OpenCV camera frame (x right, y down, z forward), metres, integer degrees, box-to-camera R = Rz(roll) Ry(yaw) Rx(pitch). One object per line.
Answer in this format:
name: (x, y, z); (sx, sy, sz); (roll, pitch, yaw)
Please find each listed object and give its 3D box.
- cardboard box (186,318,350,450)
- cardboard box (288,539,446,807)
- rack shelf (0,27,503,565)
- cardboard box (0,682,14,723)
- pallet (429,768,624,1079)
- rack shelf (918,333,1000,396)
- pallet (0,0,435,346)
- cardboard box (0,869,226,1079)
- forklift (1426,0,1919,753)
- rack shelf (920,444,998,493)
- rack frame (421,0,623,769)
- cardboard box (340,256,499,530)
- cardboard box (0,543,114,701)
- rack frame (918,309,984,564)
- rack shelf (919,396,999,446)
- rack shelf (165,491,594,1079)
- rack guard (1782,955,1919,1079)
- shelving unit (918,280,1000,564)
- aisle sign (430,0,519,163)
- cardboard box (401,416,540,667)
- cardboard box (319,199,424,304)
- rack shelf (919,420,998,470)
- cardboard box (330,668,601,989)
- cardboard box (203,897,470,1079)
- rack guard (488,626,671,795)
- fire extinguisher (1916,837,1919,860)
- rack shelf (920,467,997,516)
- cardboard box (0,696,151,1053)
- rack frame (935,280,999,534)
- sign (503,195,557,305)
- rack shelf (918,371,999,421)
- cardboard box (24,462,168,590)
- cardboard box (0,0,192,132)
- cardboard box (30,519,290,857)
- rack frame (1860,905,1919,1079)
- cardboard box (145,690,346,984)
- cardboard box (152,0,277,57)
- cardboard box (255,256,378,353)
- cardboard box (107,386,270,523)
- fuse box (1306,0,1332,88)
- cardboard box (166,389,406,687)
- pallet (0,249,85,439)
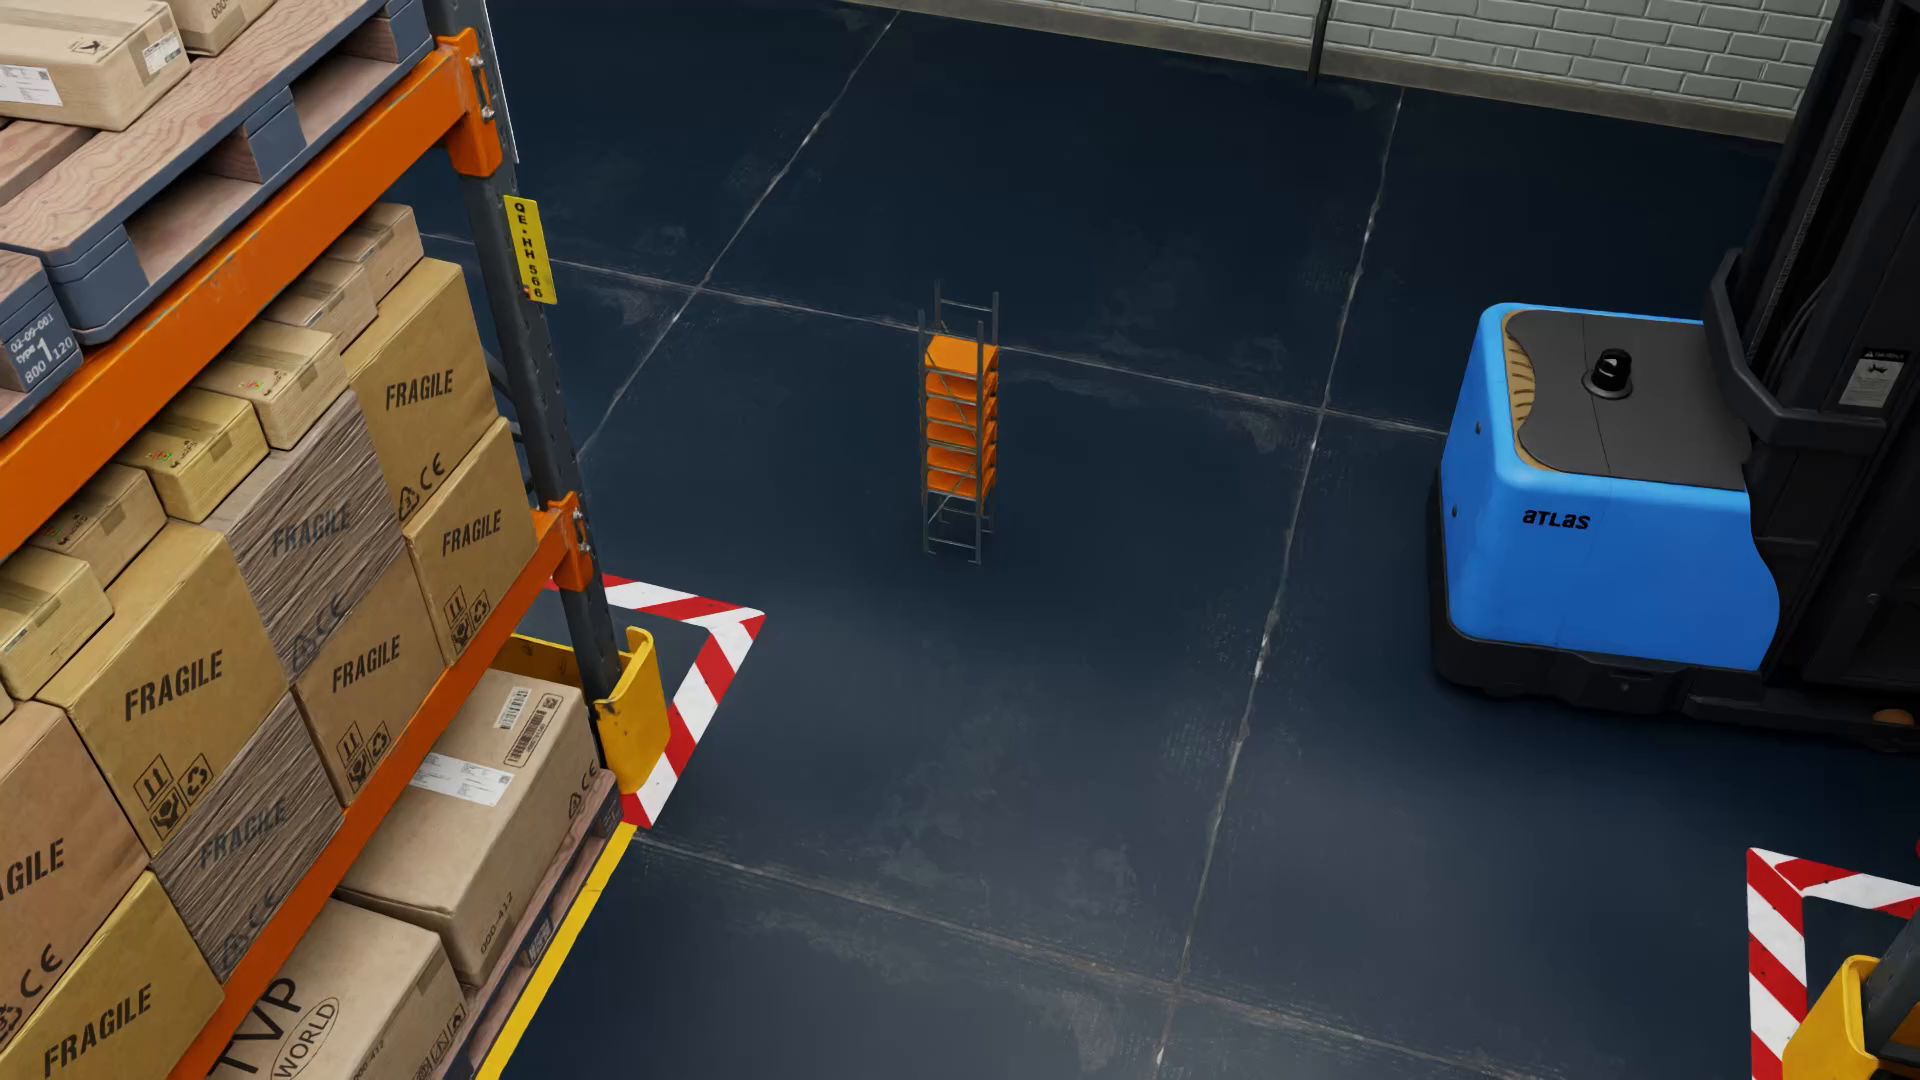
cardboard box: (-1.617, -0.367, 3.730); (0.380, 0.149, 0.250); (12, 46, 12)
cardboard box: (-1.708, 0.285, 4.242); (0.500, 0.500, 0.500); (12, 46, 12)
rack shelf: (-2.253, 0.130, 2.842); (1.077, 0.370, 4.000); (13, 46, 13)
cardboard box: (-1.997, 0.302, 3.047); (0.380, 0.149, 0.250); (14, 46, 14)
pallet: (-1.815, 1.158, 5.415); (1.003, 0.211, 1.213); (13, 46, 13)
rack shelf: (-0.004, -0.645, 6.100); (0.258, 0.103, 0.180); (13, 46, 13)
pallet: (-1.862, -0.932, 3.476); (1.003, 0.211, 1.213); (13, 46, 13)
cardboard box: (-1.998, 0.977, 3.535); (0.500, 0.500, 0.500); (14, 46, 14)
forklift: (3.326, -0.666, 5.334); (3.031, 2.935, 1.130); (7, 45, 7)
rack shelf: (-0.004, -0.302, 6.436); (0.258, 0.103, 0.180); (13, 46, 13)
rack frame: (-1.648, -0.388, 5.002); (1.000, 3.000, 0.127); (13, 46, 13)
cardboard box: (-1.567, -0.409, 4.237); (0.500, 0.500, 0.500); (14, 46, 14)
cardboard box: (-1.900, 0.131, 3.221); (0.380, 0.149, 0.250); (14, 46, 13)
rack frame: (-0.032, -0.358, 6.258); (0.240, 1.200, 0.006); (13, 46, 13)
rack shelf: (-0.004, -0.473, 6.268); (0.258, 0.103, 0.180); (13, 46, 13)
rack shelf: (-2.253, 1.202, 3.891); (1.077, 0.370, 4.000); (13, 46, 13)
rack guard: (3.061, 1.605, 4.752); (1.175, 0.500, 0.348); (13, 46, 13)
shelving unit: (-0.004, -0.419, 6.321); (0.258, 1.200, 0.189); (13, 46, 13)
aisle sign: (-1.330, -1.299, 4.074); (0.394, 0.787, 0.004); (13, 46, 13)
cardboard box: (-1.542, -0.046, 4.581); (0.500, 0.500, 0.500); (13, 46, 13)
cardboard box: (-1.566, -0.731, 4.102); (0.380, 0.149, 0.250); (13, 46, 13)
rack shelf: (-0.004, -0.387, 6.352); (0.258, 0.103, 0.180); (13, 46, 13)
cardboard box: (-1.752, 0.839, 5.280); (0.875, 0.438, 0.875); (11, 45, 11)
cardboard box: (-2.021, 1.451, 4.655); (0.875, 0.438, 0.875); (14, 46, 14)
rack guard: (-1.640, 0.489, 5.892); (1.175, 0.500, 0.348); (13, 46, 13)
fire extinguisher: (2.688, 0.626, 4.288); (0.296, 0.674, 0.183); (13, 46, 13)
rack shelf: (-0.004, -0.216, 6.519); (0.258, 0.103, 0.180); (13, 46, 13)
cardboard box: (-2.004, 0.609, 3.196); (0.500, 0.500, 0.500); (12, 46, 12)
rack frame: (0.023, -0.480, 6.383); (0.240, 1.200, 0.006); (13, 46, 13)
sign: (-1.135, -0.762, 4.387); (0.100, 0.325, 0.005); (13, 46, 13)
rack shelf: (-0.004, -0.559, 6.184); (0.258, 0.103, 0.180); (13, 46, 13)
cardboard box: (-1.880, -0.049, 3.405); (0.380, 0.149, 0.250); (12, 46, 12)
cardboard box: (-1.749, -0.941, 3.230); (0.380, 0.149, 0.250); (9, 45, 9)
cardboard box: (-1.850, 0.274, 3.539); (0.500, 0.500, 0.500); (12, 46, 12)
rack frame: (3.084, 0.661, 3.930); (1.000, 3.000, 0.127); (13, 46, 13)
cardboard box: (-1.854, 0.630, 3.890); (0.500, 0.500, 0.500); (14, 46, 14)
cardboard box: (-1.698, -1.273, 3.497); (0.500, 0.250, 0.500); (9, 45, 9)
cardboard box: (-1.620, -0.557, 3.924); (0.380, 0.149, 0.250); (13, 46, 13)
cardboard box: (-1.733, -0.208, 3.568); (0.380, 0.149, 0.250); (14, 46, 13)
fuse box: (1.995, -3.149, 8.744); (0.539, 1.711, 0.414); (13, 46, 13)
cardboard box: (-1.697, -0.055, 3.875); (0.500, 0.500, 0.500); (13, 46, 13)
pallet: (-2.230, -0.116, 2.642); (1.003, 0.211, 1.213); (13, 46, 13)
